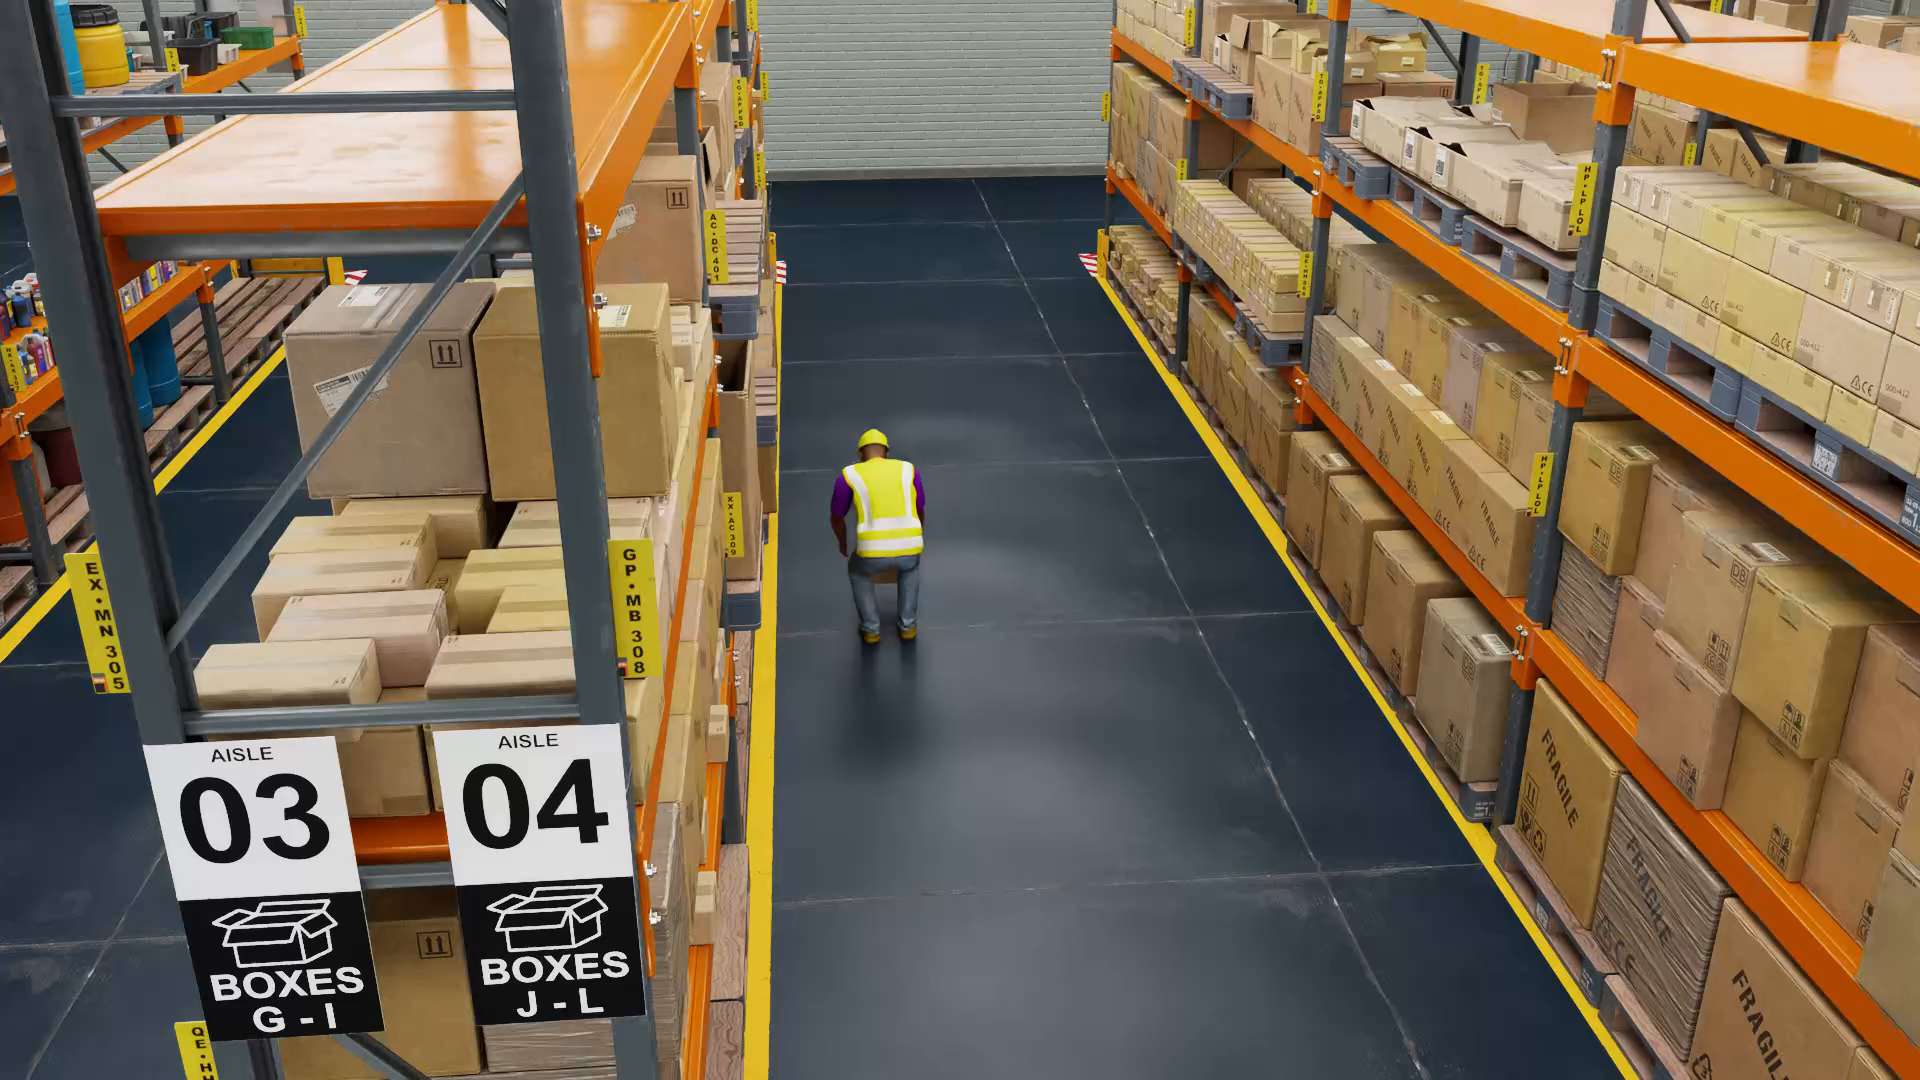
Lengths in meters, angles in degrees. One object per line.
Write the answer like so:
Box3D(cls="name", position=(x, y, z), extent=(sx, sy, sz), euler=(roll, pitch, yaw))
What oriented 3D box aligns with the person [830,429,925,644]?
Box3D(cls="person", position=(-0.525, -0.007, 10.875), extent=(0.630, 1.317, 0.802), euler=(-3, 24, -7))
